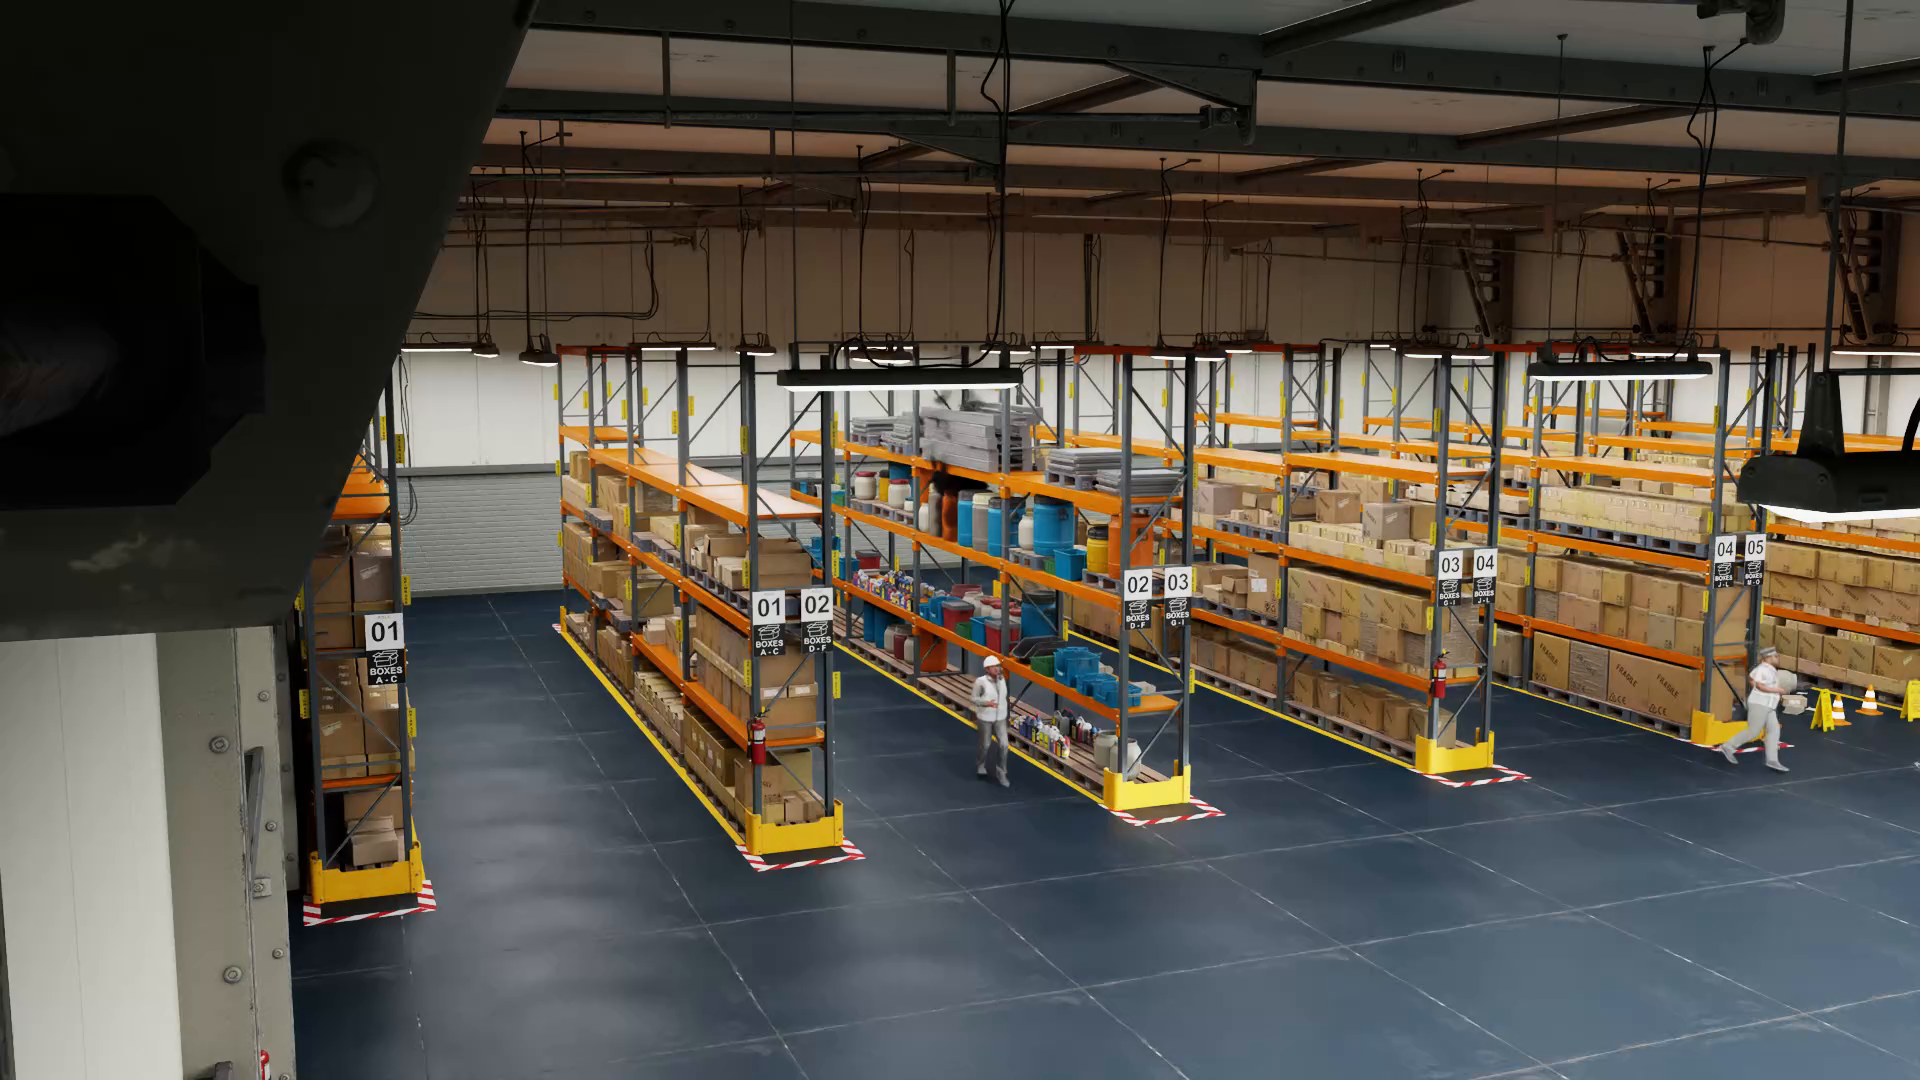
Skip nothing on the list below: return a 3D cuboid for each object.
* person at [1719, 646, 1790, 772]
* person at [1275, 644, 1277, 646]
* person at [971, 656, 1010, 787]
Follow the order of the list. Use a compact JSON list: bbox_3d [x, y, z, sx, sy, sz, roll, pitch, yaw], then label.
[{"bbox_3d":[11.622,2.411,24.144,0.940,1.761,0.689,5,9,35],"label":"person"},{"bbox_3d":[6.299,1.283,33.239,0.583,1.704,0.747,-3,8,-25],"label":"person"},{"bbox_3d":[0.425,2.517,23.257,0.637,1.834,0.779,-3,8,-22],"label":"person"}]
